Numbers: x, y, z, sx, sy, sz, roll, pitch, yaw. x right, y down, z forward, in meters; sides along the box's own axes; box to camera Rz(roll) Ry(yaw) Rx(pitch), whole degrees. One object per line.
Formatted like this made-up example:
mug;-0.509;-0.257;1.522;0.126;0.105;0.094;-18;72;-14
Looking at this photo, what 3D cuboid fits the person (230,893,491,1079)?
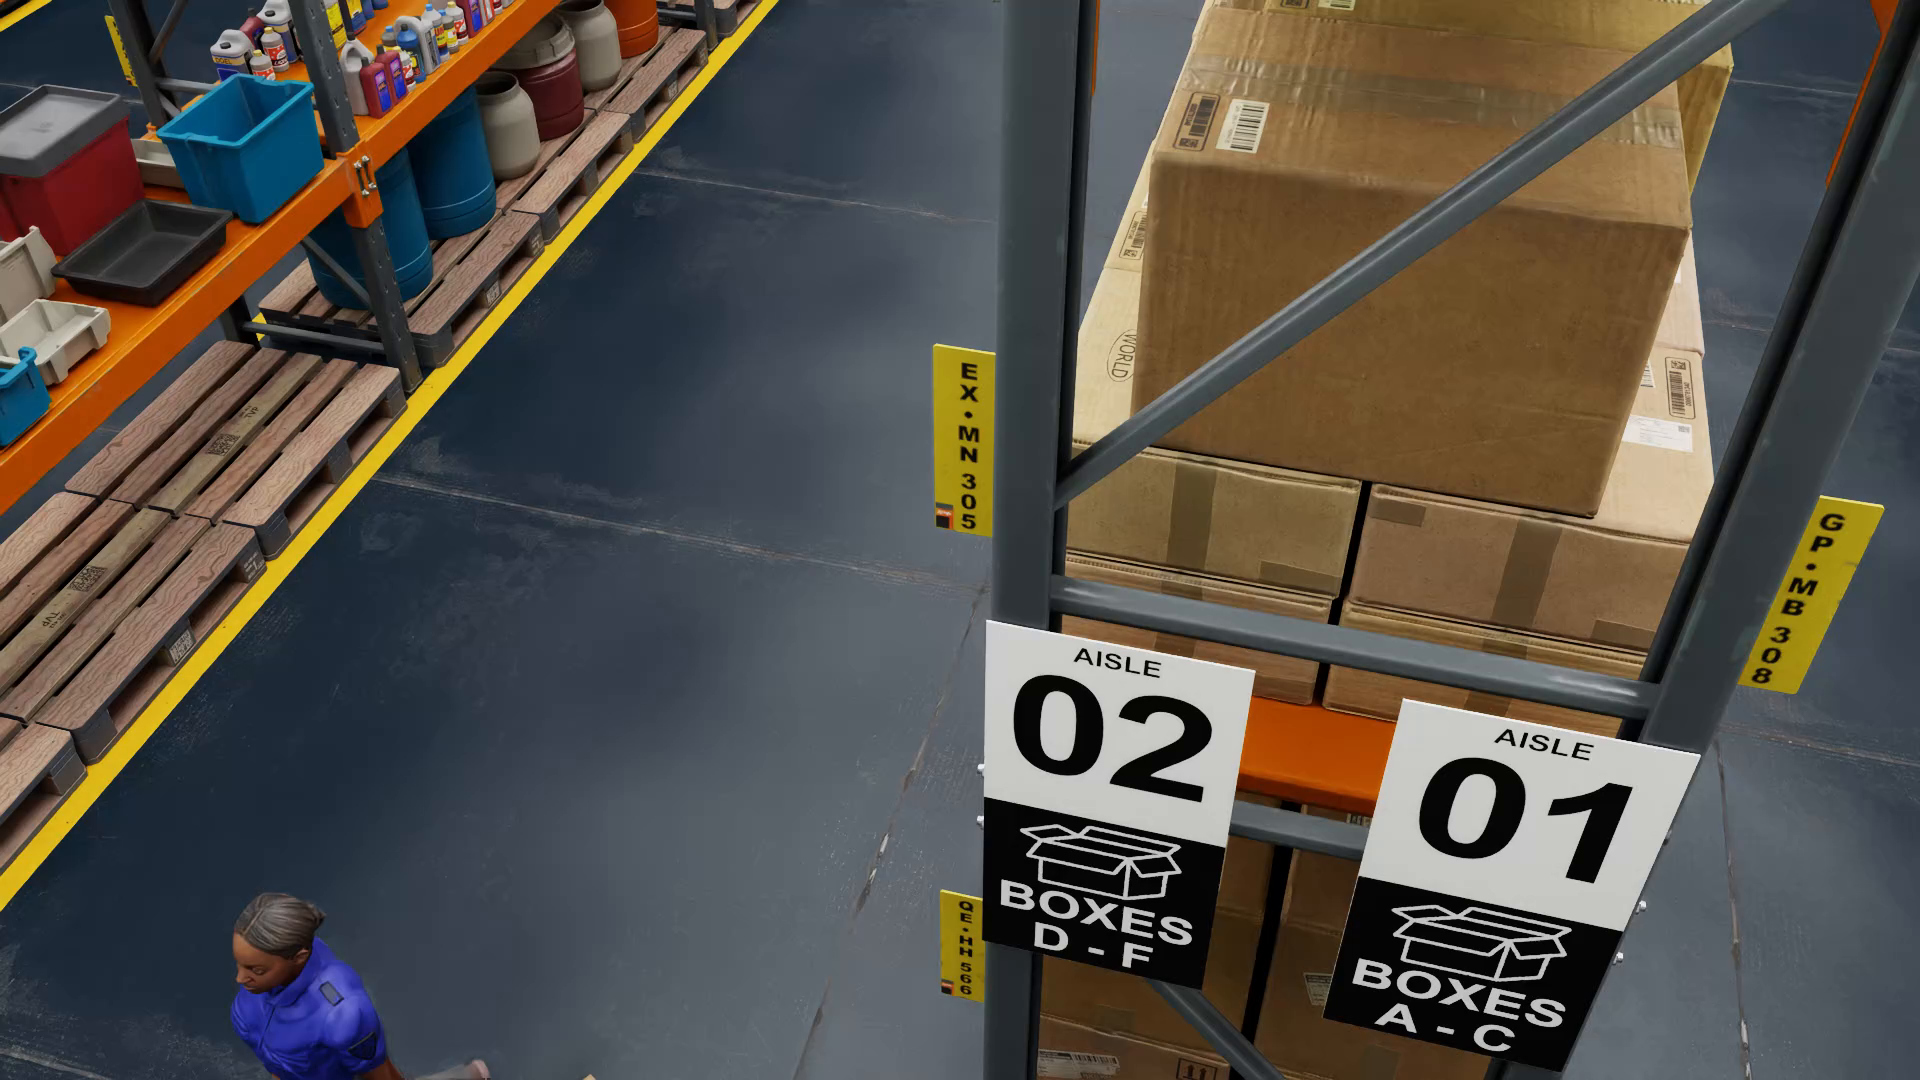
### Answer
person;-1.626;1.447;4.488;0.444;1.628;0.736;32;50;31
